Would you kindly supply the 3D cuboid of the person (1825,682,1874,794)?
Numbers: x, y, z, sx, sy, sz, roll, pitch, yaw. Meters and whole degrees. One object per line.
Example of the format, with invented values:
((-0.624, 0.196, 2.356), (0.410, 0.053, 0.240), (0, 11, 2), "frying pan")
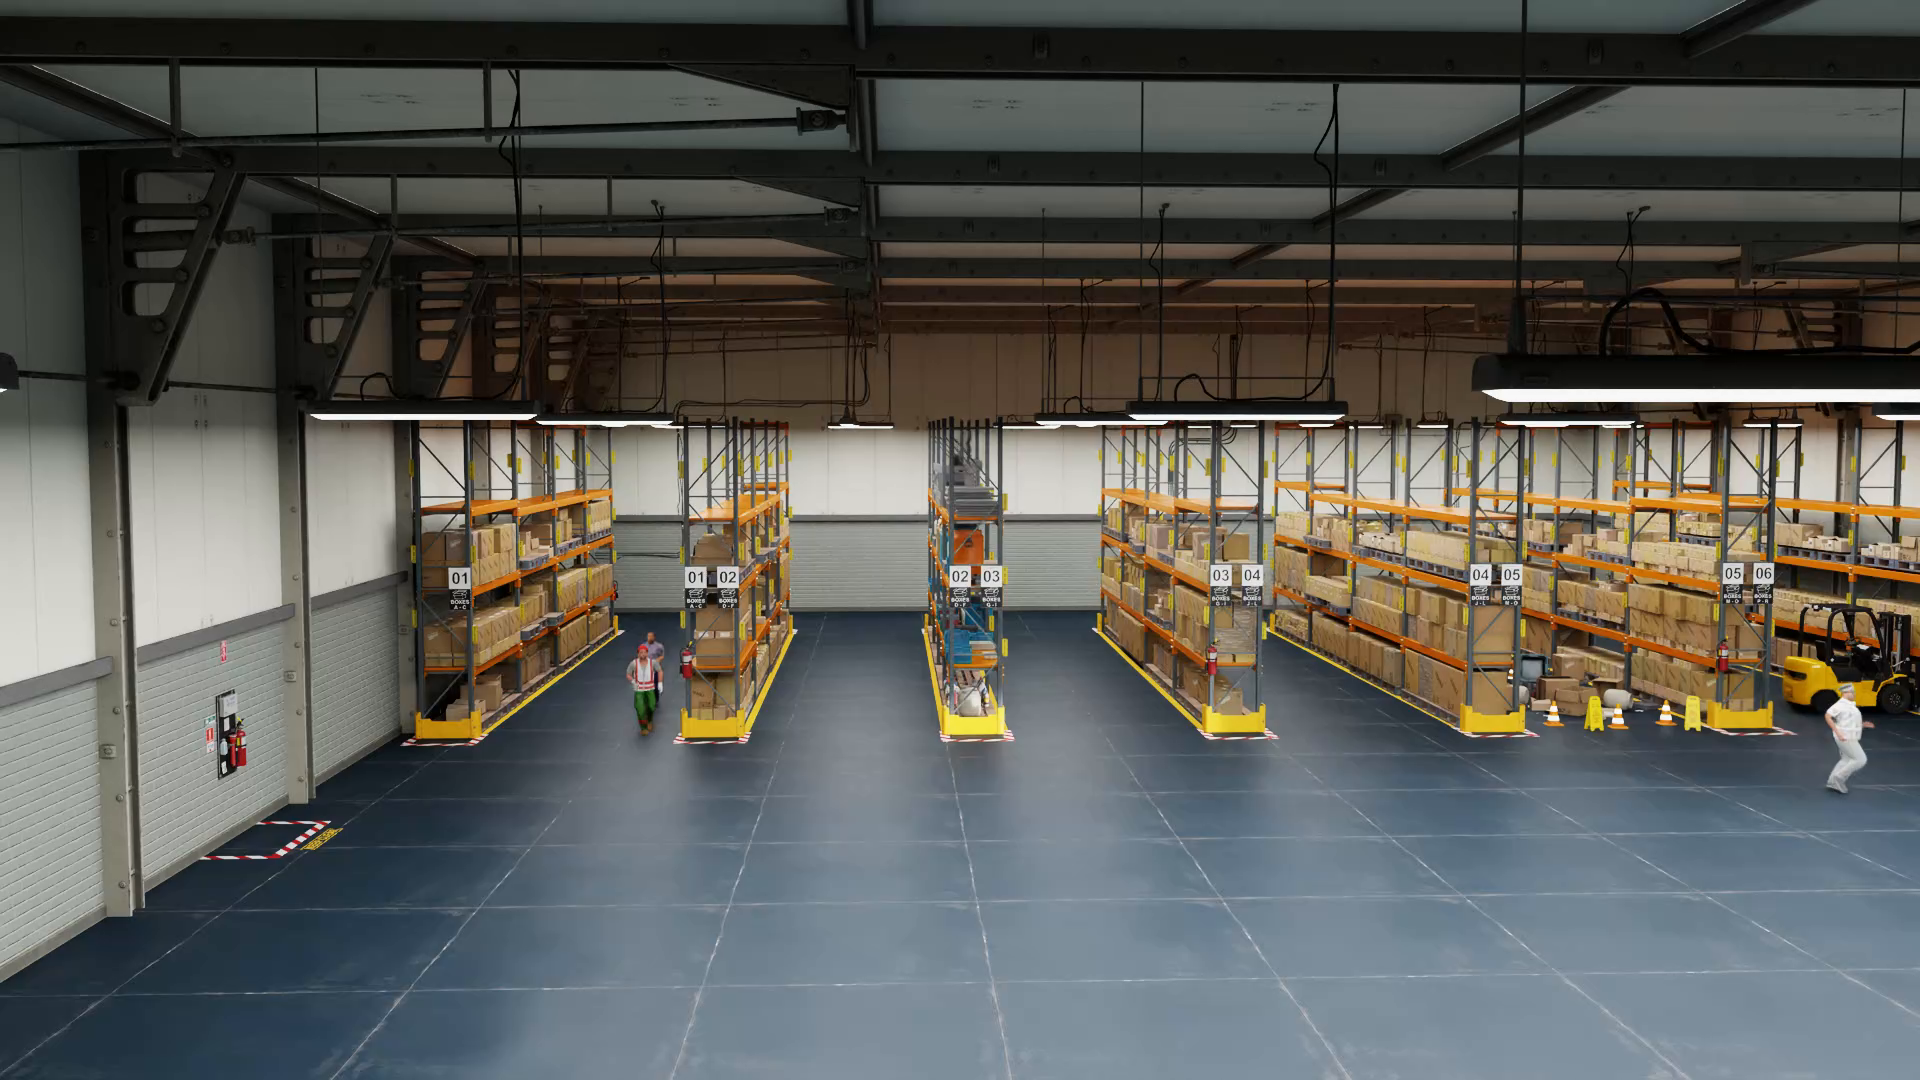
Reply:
((14.066, 3.125, 26.278), (0.666, 1.761, 0.642), (3, 5, 40), "person")

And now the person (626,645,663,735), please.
((-5.908, 2.821, 31.168), (0.673, 1.729, 0.664), (-1, 4, -10), "person")

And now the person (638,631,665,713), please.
((-6.319, 2.693, 34.003), (0.570, 1.688, 0.783), (0, 4, -7), "person")
